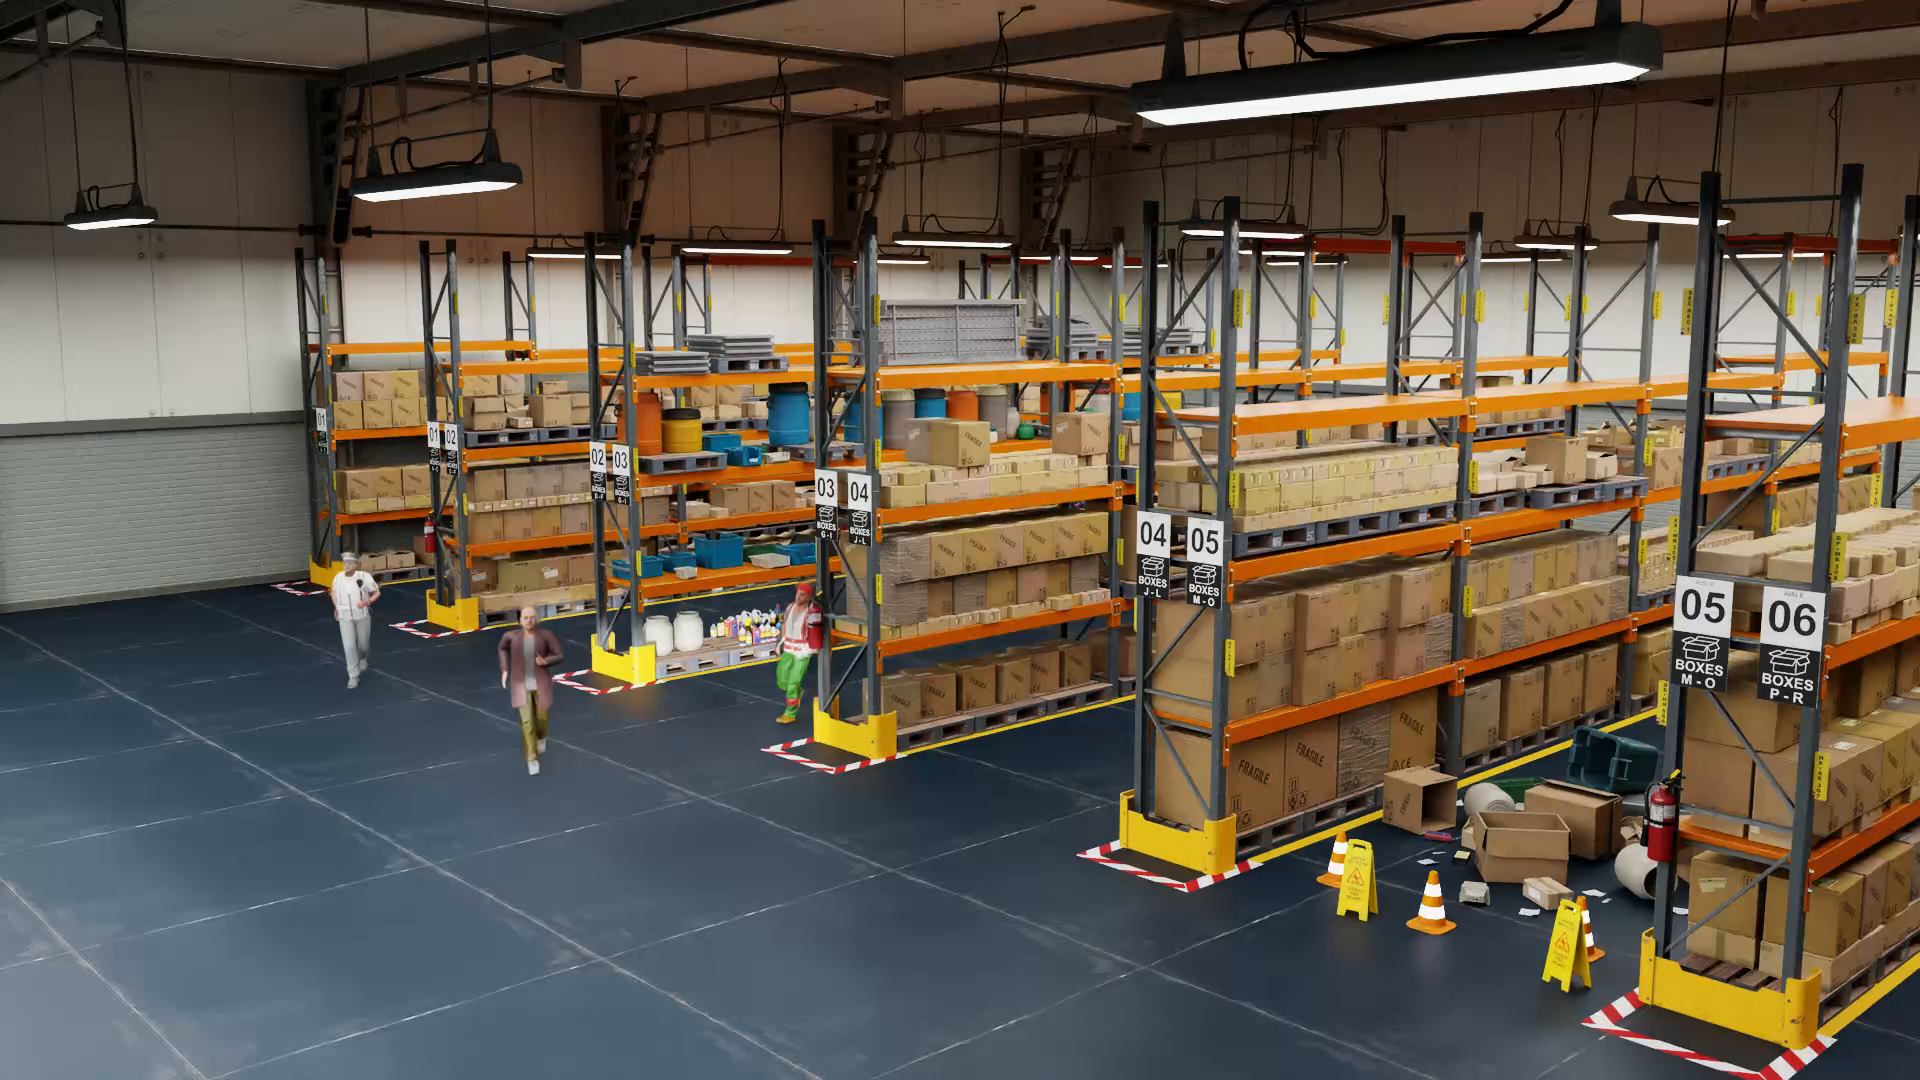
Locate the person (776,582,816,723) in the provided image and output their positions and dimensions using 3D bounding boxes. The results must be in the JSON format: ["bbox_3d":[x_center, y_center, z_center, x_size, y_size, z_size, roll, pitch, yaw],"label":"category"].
[{"bbox_3d":[-1.906,1.360,20.176,0.670,1.734,0.586,5,10,29],"label":"person"}]

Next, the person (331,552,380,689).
[{"bbox_3d":[-8.111,1.035,22.322,0.652,1.795,0.850,-2,9,-12],"label":"person"}]

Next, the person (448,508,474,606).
[{"bbox_3d":[-8.284,0.260,27.825,0.773,1.716,0.667,-8,11,-42],"label":"person"}]

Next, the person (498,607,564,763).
[{"bbox_3d":[-4.700,1.555,18.256,0.703,1.689,0.906,-2,9,-15],"label":"person"}]
